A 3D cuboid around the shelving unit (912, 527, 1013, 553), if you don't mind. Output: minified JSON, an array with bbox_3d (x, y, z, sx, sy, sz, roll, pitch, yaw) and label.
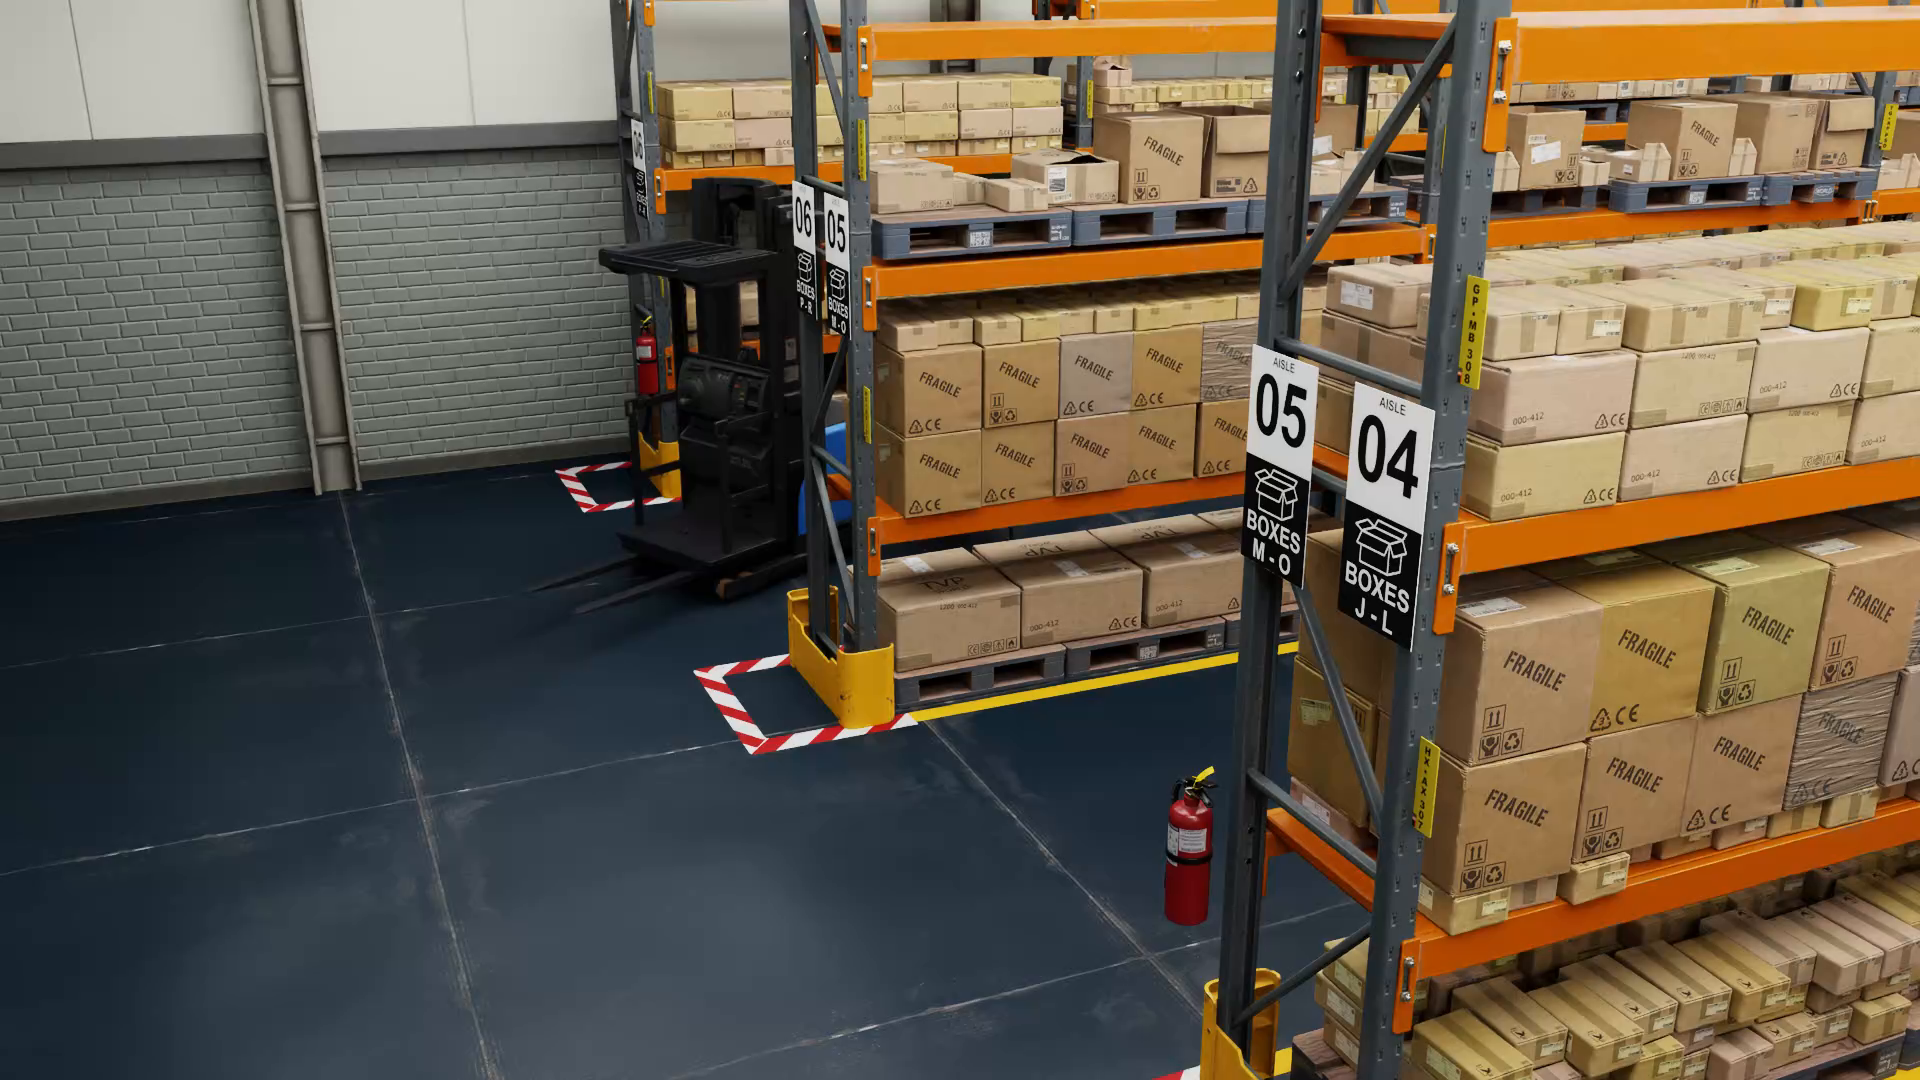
[{"bbox_3d":[0.006,-0.708,13.275,0.755,1.500,0.431,-8,21,-22],"label":"shelving unit"}]

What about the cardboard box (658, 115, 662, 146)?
[{"bbox_3d":[-2.423,-3.587,14.455,0.500,0.250,0.500,-9,21,-23],"label":"cardboard box"}]

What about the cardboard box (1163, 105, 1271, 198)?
[{"bbox_3d":[1.694,-2.496,10.639,0.637,0.503,0.797,-6,20,-18],"label":"cardboard box"}]

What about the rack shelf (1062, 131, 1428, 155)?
[{"bbox_3d":[2.786,-3.826,16.439,4.000,0.370,1.077,-8,21,-22],"label":"rack shelf"}]

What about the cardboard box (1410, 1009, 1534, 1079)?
[{"bbox_3d":[1.915,1.949,6.235,0.250,0.149,0.380,-9,21,-24],"label":"cardboard box"}]

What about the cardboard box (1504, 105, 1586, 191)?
[{"bbox_3d":[3.843,-2.662,11.266,0.500,0.500,0.500,-9,21,-23],"label":"cardboard box"}]

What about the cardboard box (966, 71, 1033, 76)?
[{"bbox_3d":[0.382,-4.229,15.526,0.500,0.250,0.500,-8,21,-23],"label":"cardboard box"}]

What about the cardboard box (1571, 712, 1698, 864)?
[{"bbox_3d":[2.303,0.808,6.113,0.500,0.500,0.500,-8,21,-22],"label":"cardboard box"}]

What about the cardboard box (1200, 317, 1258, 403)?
[{"bbox_3d":[1.662,-1.213,10.794,0.500,0.500,0.500,-8,21,-21],"label":"cardboard box"}]

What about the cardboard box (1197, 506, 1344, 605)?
[{"bbox_3d":[2.300,0.086,11.987,0.875,0.438,0.875,-8,21,-23],"label":"cardboard box"}]

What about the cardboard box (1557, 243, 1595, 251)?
[{"bbox_3d":[6.538,-3.129,18.118,0.500,0.250,0.500,-7,21,-20],"label":"cardboard box"}]

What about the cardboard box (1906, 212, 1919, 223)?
[{"bbox_3d":[11.140,-3.903,19.940,0.500,0.500,0.500,-7,21,-20],"label":"cardboard box"}]

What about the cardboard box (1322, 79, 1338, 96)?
[{"bbox_3d":[3.463,-4.414,16.203,0.250,0.149,0.380,-9,21,-23],"label":"cardboard box"}]

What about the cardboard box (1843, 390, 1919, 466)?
[{"bbox_3d":[3.245,-0.481,6.082,0.500,0.250,0.500,-8,21,-22],"label":"cardboard box"}]

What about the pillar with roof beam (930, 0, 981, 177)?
[{"bbox_3d":[1.658,-4.188,11.866,0.400,9.000,9.100,-8,21,-22],"label":"pillar with roof beam"}]

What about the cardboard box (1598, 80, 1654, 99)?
[{"bbox_3d":[7.022,-4.887,17.721,0.500,0.311,0.500,-9,21,-24],"label":"cardboard box"}]

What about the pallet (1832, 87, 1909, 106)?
[{"bbox_3d":[10.187,-5.192,19.369,1.213,0.211,1.003,-8,21,-22],"label":"pallet"}]

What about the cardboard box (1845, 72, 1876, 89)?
[{"bbox_3d":[10.126,-5.473,19.094,0.637,0.503,0.797,-7,21,-20],"label":"cardboard box"}]

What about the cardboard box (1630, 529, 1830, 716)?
[{"bbox_3d":[2.764,0.281,6.104,0.500,0.500,0.500,-9,21,-23],"label":"cardboard box"}]

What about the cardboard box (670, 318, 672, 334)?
[{"bbox_3d":[-2.525,-1.968,14.974,0.250,0.149,0.380,-8,21,-23],"label":"cardboard box"}]

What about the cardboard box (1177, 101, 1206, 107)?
[{"bbox_3d":[2.093,-4.041,15.561,0.250,0.149,0.380,-8,21,-21],"label":"cardboard box"}]

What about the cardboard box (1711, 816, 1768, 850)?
[{"bbox_3d":[2.893,1.031,6.456,0.250,0.149,0.380,-9,21,-23],"label":"cardboard box"}]

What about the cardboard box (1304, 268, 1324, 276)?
[{"bbox_3d":[2.298,-1.798,11.479,0.250,0.149,0.380,-8,21,-21],"label":"cardboard box"}]

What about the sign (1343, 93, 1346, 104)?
[{"bbox_3d":[2.695,-2.946,11.603,0.005,0.325,0.100,-8,21,-22],"label":"sign"}]

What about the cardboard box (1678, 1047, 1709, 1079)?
[{"bbox_3d":[2.815,2.066,6.797,0.250,0.149,0.380,-8,21,-22],"label":"cardboard box"}]

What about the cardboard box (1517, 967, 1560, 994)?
[{"bbox_3d":[2.435,1.825,7.034,0.250,0.149,0.380,-8,21,-23],"label":"cardboard box"}]

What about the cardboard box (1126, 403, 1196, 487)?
[{"bbox_3d":[1.182,-0.678,10.781,0.500,0.500,0.500,-7,21,-20],"label":"cardboard box"}]

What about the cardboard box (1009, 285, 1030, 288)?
[{"bbox_3d":[0.579,-2.416,15.644,0.500,0.250,0.500,-8,21,-21],"label":"cardboard box"}]

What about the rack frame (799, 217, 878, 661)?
[{"bbox_3d":[-0.754,-0.448,10.278,0.127,3.000,1.000,-8,21,-22],"label":"rack frame"}]

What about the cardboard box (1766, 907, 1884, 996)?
[{"bbox_3d":[3.581,1.708,6.919,0.250,0.149,0.380,-9,21,-24],"label":"cardboard box"}]

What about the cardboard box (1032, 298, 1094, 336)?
[{"bbox_3d":[0.633,-1.381,10.296,0.250,0.149,0.380,-8,21,-21],"label":"cardboard box"}]

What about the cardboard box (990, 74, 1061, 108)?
[{"bbox_3d":[0.581,-4.068,15.068,0.500,0.250,0.500,-8,21,-22],"label":"cardboard box"}]

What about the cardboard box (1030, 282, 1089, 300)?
[{"bbox_3d":[0.646,-1.566,10.820,0.250,0.149,0.380,-8,21,-21],"label":"cardboard box"}]

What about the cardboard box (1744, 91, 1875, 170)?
[{"bbox_3d":[6.306,-3.067,12.411,0.637,0.503,0.797,-10,22,-25],"label":"cardboard box"}]

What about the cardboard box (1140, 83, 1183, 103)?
[{"bbox_3d":[1.864,-4.152,15.429,0.250,0.149,0.380,-9,21,-23],"label":"cardboard box"}]

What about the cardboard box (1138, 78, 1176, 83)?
[{"bbox_3d":[1.875,-4.352,15.997,0.250,0.149,0.380,-8,21,-20],"label":"cardboard box"}]

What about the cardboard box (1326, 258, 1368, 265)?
[{"bbox_3d":[3.782,-2.904,16.845,0.500,0.250,0.500,-9,21,-24],"label":"cardboard box"}]

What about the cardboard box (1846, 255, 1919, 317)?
[{"bbox_3d":[3.392,-0.904,5.929,0.250,0.149,0.380,-9,21,-23],"label":"cardboard box"}]

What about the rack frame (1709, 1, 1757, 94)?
[{"bbox_3d":[8.295,-6.370,18.063,0.127,3.000,1.000,-8,21,-22],"label":"rack frame"}]

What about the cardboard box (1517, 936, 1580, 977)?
[{"bbox_3d":[2.389,1.664,7.044,0.250,0.149,0.380,-9,21,-24],"label":"cardboard box"}]

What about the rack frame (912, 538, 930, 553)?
[{"bbox_3d":[-0.330,-0.660,13.139,0.023,1.500,0.400,-8,21,-22],"label":"rack frame"}]

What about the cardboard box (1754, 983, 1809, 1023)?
[{"bbox_3d":[3.315,1.840,6.991,0.250,0.149,0.380,-7,21,-19],"label":"cardboard box"}]

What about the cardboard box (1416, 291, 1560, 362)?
[{"bbox_3d":[1.687,-0.693,5.330,0.250,0.149,0.380,-8,21,-22],"label":"cardboard box"}]

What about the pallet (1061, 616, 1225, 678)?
[{"bbox_3d":[1.068,0.579,11.560,1.213,0.211,1.003,-8,21,-22],"label":"pallet"}]

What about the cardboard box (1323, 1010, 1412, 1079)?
[{"bbox_3d":[1.701,2.062,6.810,0.250,0.149,0.380,-8,21,-21],"label":"cardboard box"}]

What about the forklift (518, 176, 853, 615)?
[{"bbox_3d":[-1.908,-1.119,12.288,1.130,2.935,3.031,16,25,37],"label":"forklift"}]

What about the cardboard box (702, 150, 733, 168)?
[{"bbox_3d":[-2.108,-3.271,14.158,0.250,0.149,0.380,-8,21,-21],"label":"cardboard box"}]

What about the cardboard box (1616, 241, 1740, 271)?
[{"bbox_3d":[2.677,-1.012,6.236,0.250,0.149,0.380,-8,21,-21],"label":"cardboard box"}]

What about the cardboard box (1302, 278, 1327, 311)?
[{"bbox_3d":[2.244,-1.630,11.002,0.250,0.149,0.380,-8,21,-22],"label":"cardboard box"}]

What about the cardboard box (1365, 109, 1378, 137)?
[{"bbox_3d":[3.786,-4.150,16.501,0.500,0.250,0.500,-8,21,-22],"label":"cardboard box"}]

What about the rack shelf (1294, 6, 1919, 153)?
[{"bbox_3d":[3.136,-1.704,5.900,4.000,0.370,1.077,-8,21,-22],"label":"rack shelf"}]

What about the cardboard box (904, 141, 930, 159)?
[{"bbox_3d":[-0.453,-3.490,14.780,0.250,0.149,0.380,-8,21,-21],"label":"cardboard box"}]

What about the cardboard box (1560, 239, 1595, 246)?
[{"bbox_3d":[6.534,-3.366,18.040,0.500,0.250,0.500,-8,21,-21],"label":"cardboard box"}]

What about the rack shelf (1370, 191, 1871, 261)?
[{"bbox_3d":[4.756,-2.313,12.141,4.000,0.370,1.077,-8,21,-22],"label":"rack shelf"}]

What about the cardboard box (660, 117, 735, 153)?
[{"bbox_3d":[-2.208,-3.421,13.982,0.500,0.250,0.500,-8,21,-23],"label":"cardboard box"}]

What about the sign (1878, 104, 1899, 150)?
[{"bbox_3d":[6.804,-3.026,12.186,0.005,0.325,0.100,-8,21,-22],"label":"sign"}]

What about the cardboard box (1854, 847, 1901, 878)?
[{"bbox_3d":[4.085,1.437,7.690,0.250,0.149,0.380,-8,21,-23],"label":"cardboard box"}]
